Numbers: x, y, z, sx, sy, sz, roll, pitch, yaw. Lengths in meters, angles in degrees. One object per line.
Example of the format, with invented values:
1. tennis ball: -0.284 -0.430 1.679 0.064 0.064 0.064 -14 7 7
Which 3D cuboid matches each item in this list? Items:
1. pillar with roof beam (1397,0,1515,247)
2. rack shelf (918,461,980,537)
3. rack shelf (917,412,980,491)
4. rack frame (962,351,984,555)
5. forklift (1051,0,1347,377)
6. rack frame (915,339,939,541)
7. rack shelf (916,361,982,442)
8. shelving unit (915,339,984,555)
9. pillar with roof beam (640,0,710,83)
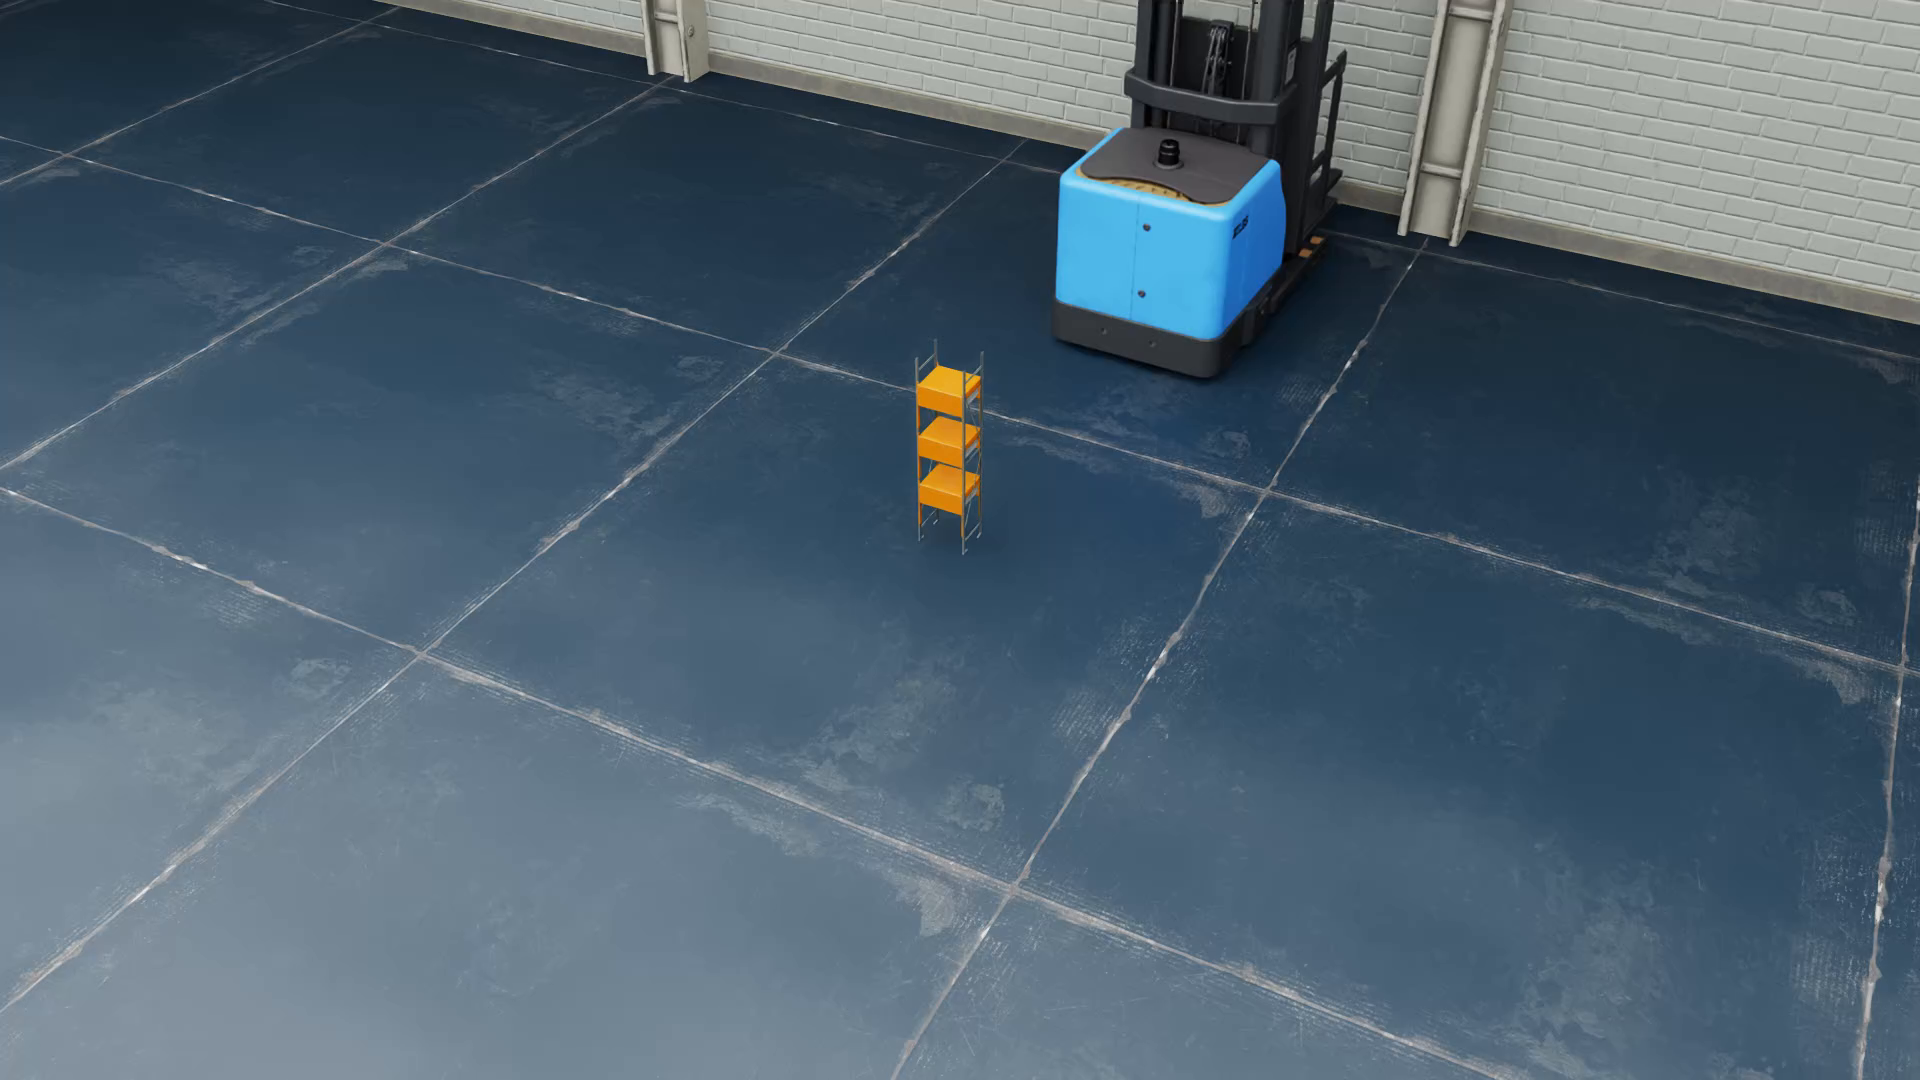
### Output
1. pillar with roof beam: 1.134 -3.308 5.185 0.400 9.000 9.100 17 41 21
2. rack shelf: -0.048 -0.203 8.146 0.240 0.259 0.215 17 41 21
3. rack shelf: -0.048 -0.425 7.978 0.240 0.259 0.215 17 41 21
4. rack frame: 0.061 -0.399 7.927 0.008 1.050 0.200 17 41 21
5. forklift: 1.692 -2.954 9.738 1.130 2.935 3.031 19 41 23
6. rack frame: -0.156 -0.467 8.017 0.008 1.050 0.200 17 41 21
7. rack shelf: -0.048 -0.651 7.807 0.240 0.259 0.215 17 41 21
8. shelving unit: -0.048 -0.433 7.972 0.252 1.050 0.215 17 41 21
9. pillar with roof beam: -4.194 -4.977 7.383 0.400 9.000 9.100 17 41 21
